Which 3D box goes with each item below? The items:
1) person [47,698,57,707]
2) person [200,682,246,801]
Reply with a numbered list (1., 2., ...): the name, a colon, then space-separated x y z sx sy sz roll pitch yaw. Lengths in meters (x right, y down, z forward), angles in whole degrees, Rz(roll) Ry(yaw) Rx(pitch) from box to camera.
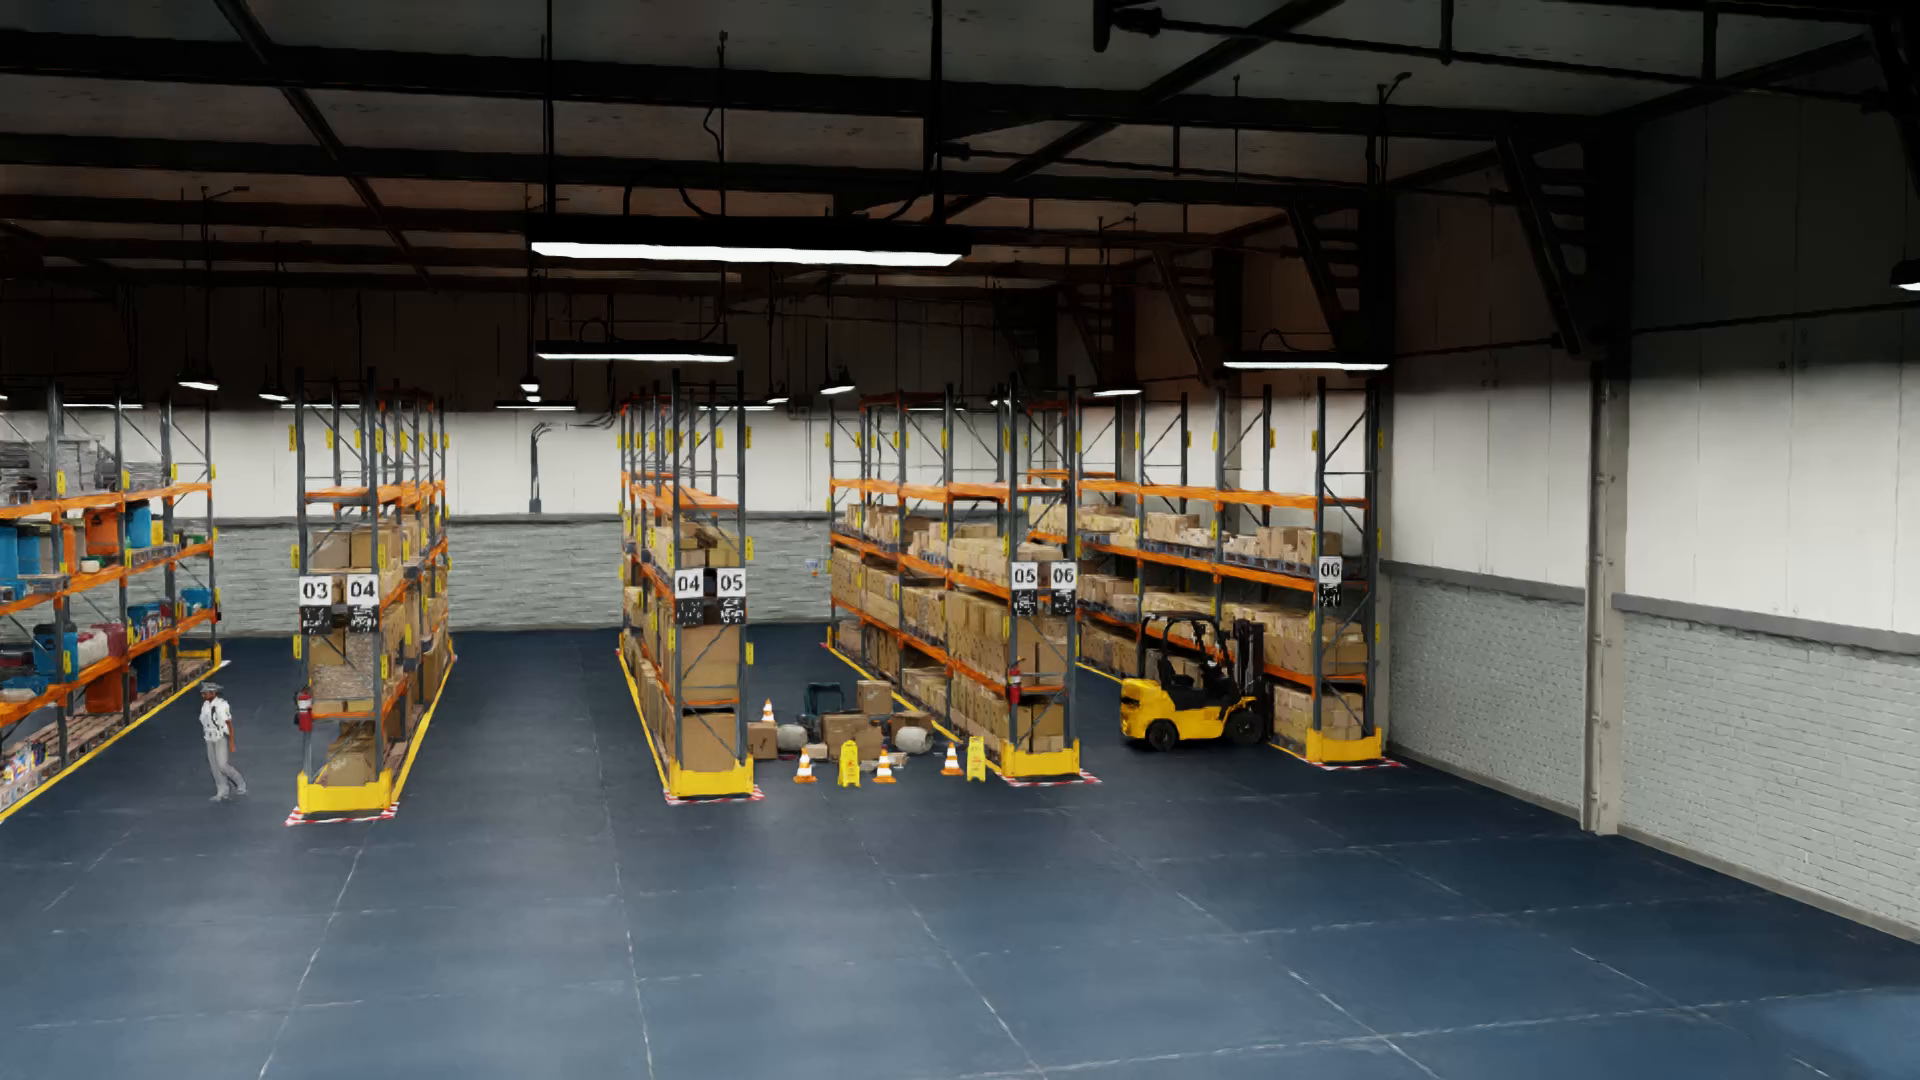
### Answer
1. person: -17.043 2.373 31.279 0.527 1.497 0.529 1 3 13
2. person: -10.285 2.790 23.176 0.524 1.671 0.496 2 4 24
